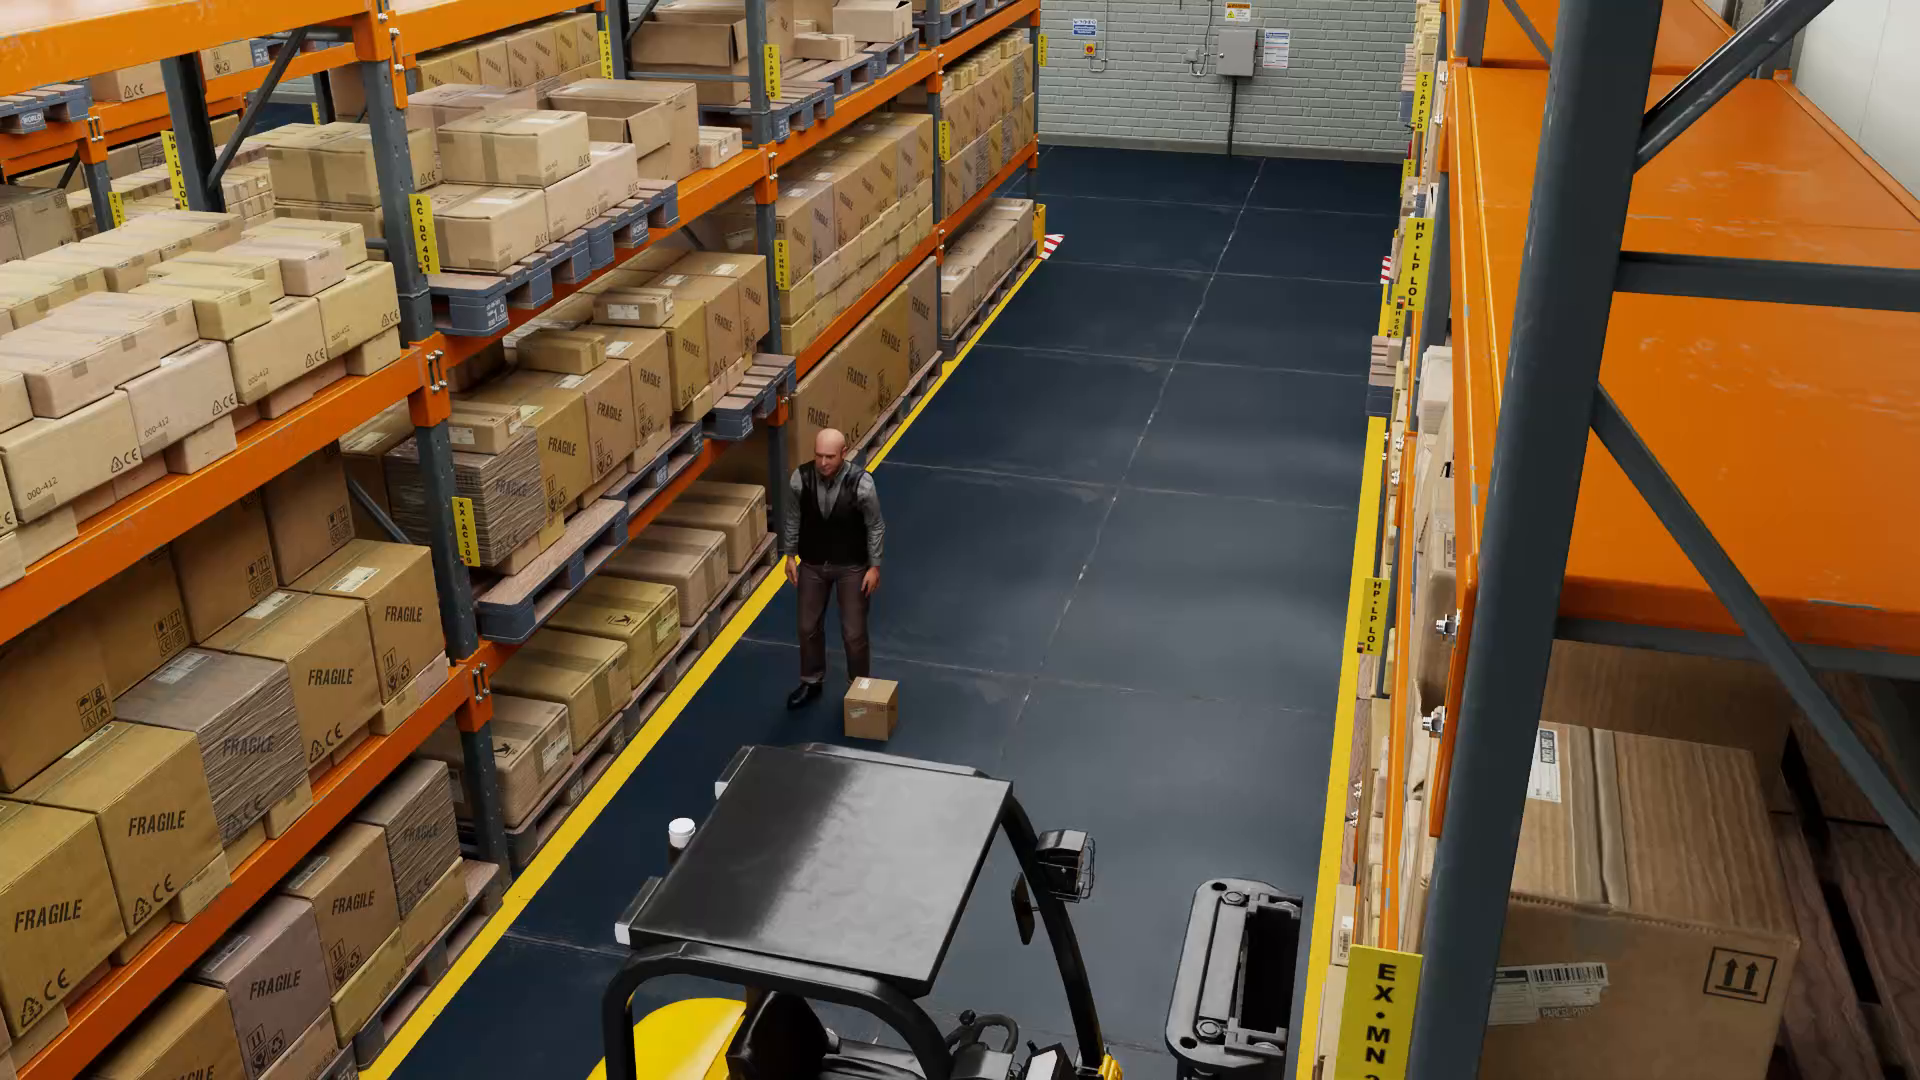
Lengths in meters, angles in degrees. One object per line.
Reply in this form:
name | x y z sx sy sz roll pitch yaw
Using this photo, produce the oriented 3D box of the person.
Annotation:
person | -0.709 0.195 9.449 0.579 1.614 0.420 6 26 13
